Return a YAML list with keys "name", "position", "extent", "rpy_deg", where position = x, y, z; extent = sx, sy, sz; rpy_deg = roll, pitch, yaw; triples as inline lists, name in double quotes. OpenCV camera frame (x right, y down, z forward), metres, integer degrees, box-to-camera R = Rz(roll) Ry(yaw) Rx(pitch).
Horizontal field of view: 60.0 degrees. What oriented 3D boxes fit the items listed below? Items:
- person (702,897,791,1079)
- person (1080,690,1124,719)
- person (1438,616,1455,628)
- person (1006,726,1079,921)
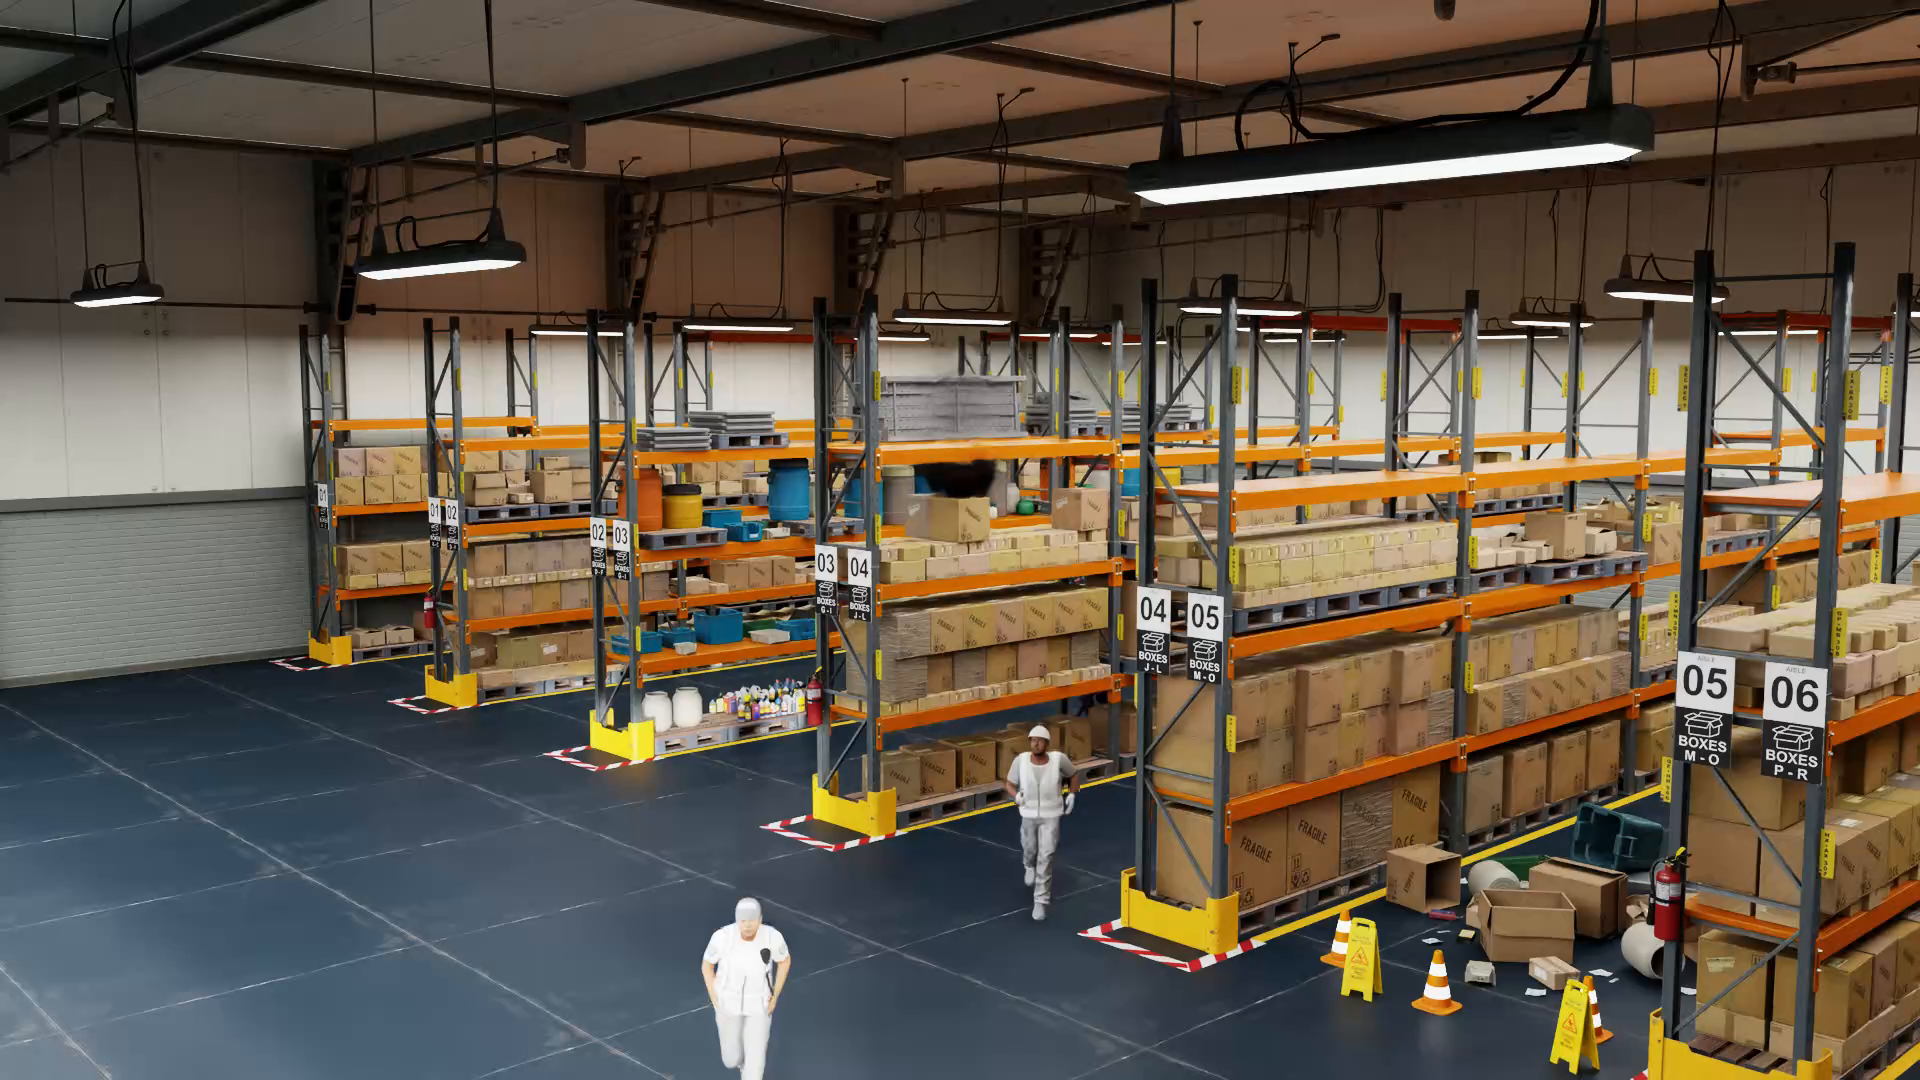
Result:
- name: "person"
  position: [-1.471, 3.226, 11.498]
  extent: [0.606, 1.663, 0.920]
  rpy_deg: [0, 6, -3]
- name: "person"
  position: [2.051, 1.932, 24.251]
  extent: [0.592, 1.622, 0.761]
  rpy_deg: [5, 8, 43]
- name: "person"
  position: [7.324, 1.817, 24.762]
  extent: [0.598, 1.726, 0.702]
  rpy_deg: [-4, 7, -37]
- name: "person"
  position: [0.788, 2.661, 16.062]
  extent: [0.693, 1.784, 0.980]
  rpy_deg: [1, 6, 11]
